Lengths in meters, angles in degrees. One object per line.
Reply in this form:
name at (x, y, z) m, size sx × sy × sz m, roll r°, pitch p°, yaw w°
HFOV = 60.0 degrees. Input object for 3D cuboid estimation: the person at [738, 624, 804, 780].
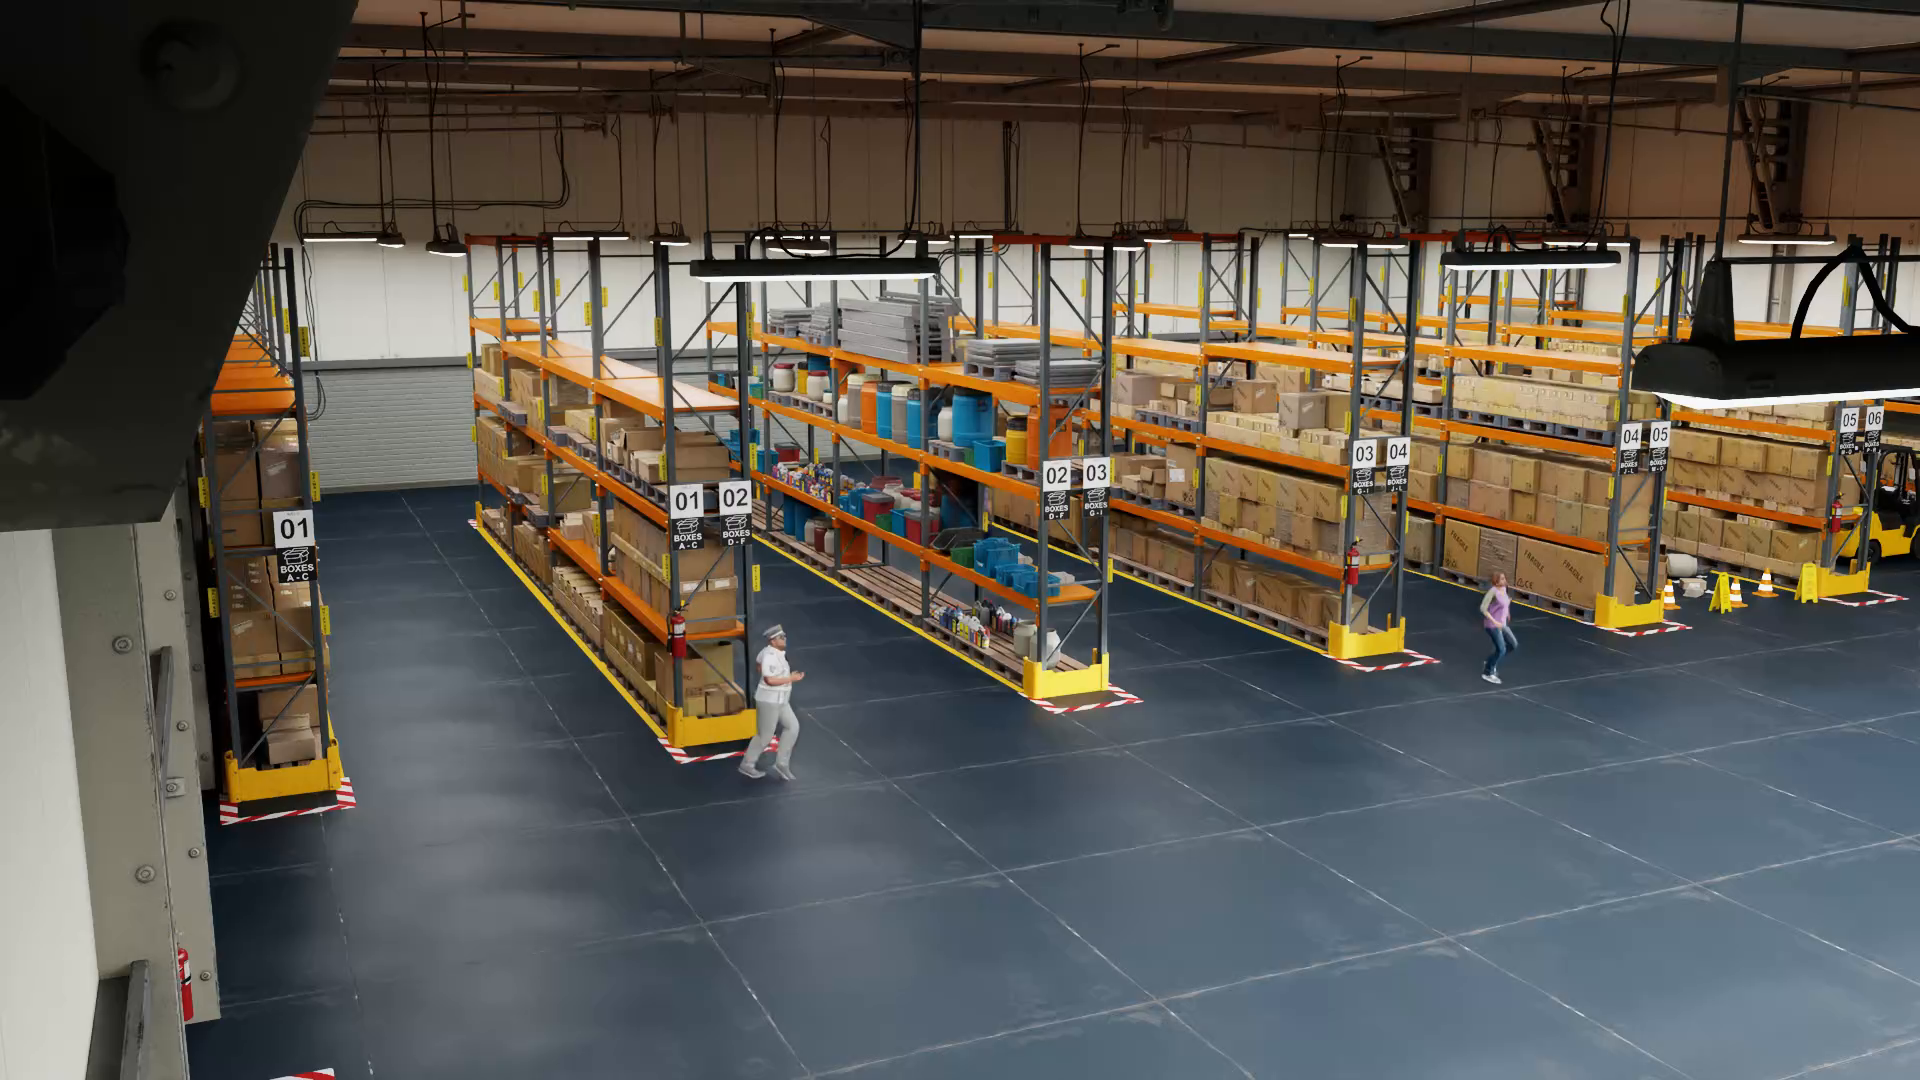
person at (-2.131, 1.868, 18.967) m, size 0.762 × 1.854 × 0.658 m, roll 1°, pitch 11°, yaw 6°

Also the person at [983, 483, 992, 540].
person at (0.339, -0.413, 31.034) m, size 0.614 × 1.618 × 0.598 m, roll -7°, pitch 13°, yaw -32°

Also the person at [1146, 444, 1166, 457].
person at (4.961, -2.670, 42.330) m, size 0.826 × 1.735 × 0.715 m, roll -8°, pitch 14°, yaw -37°

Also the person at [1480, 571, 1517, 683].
person at (7.439, 1.198, 22.915) m, size 0.444 × 1.573 × 0.631 m, roll 7°, pitch 13°, yaw 31°
